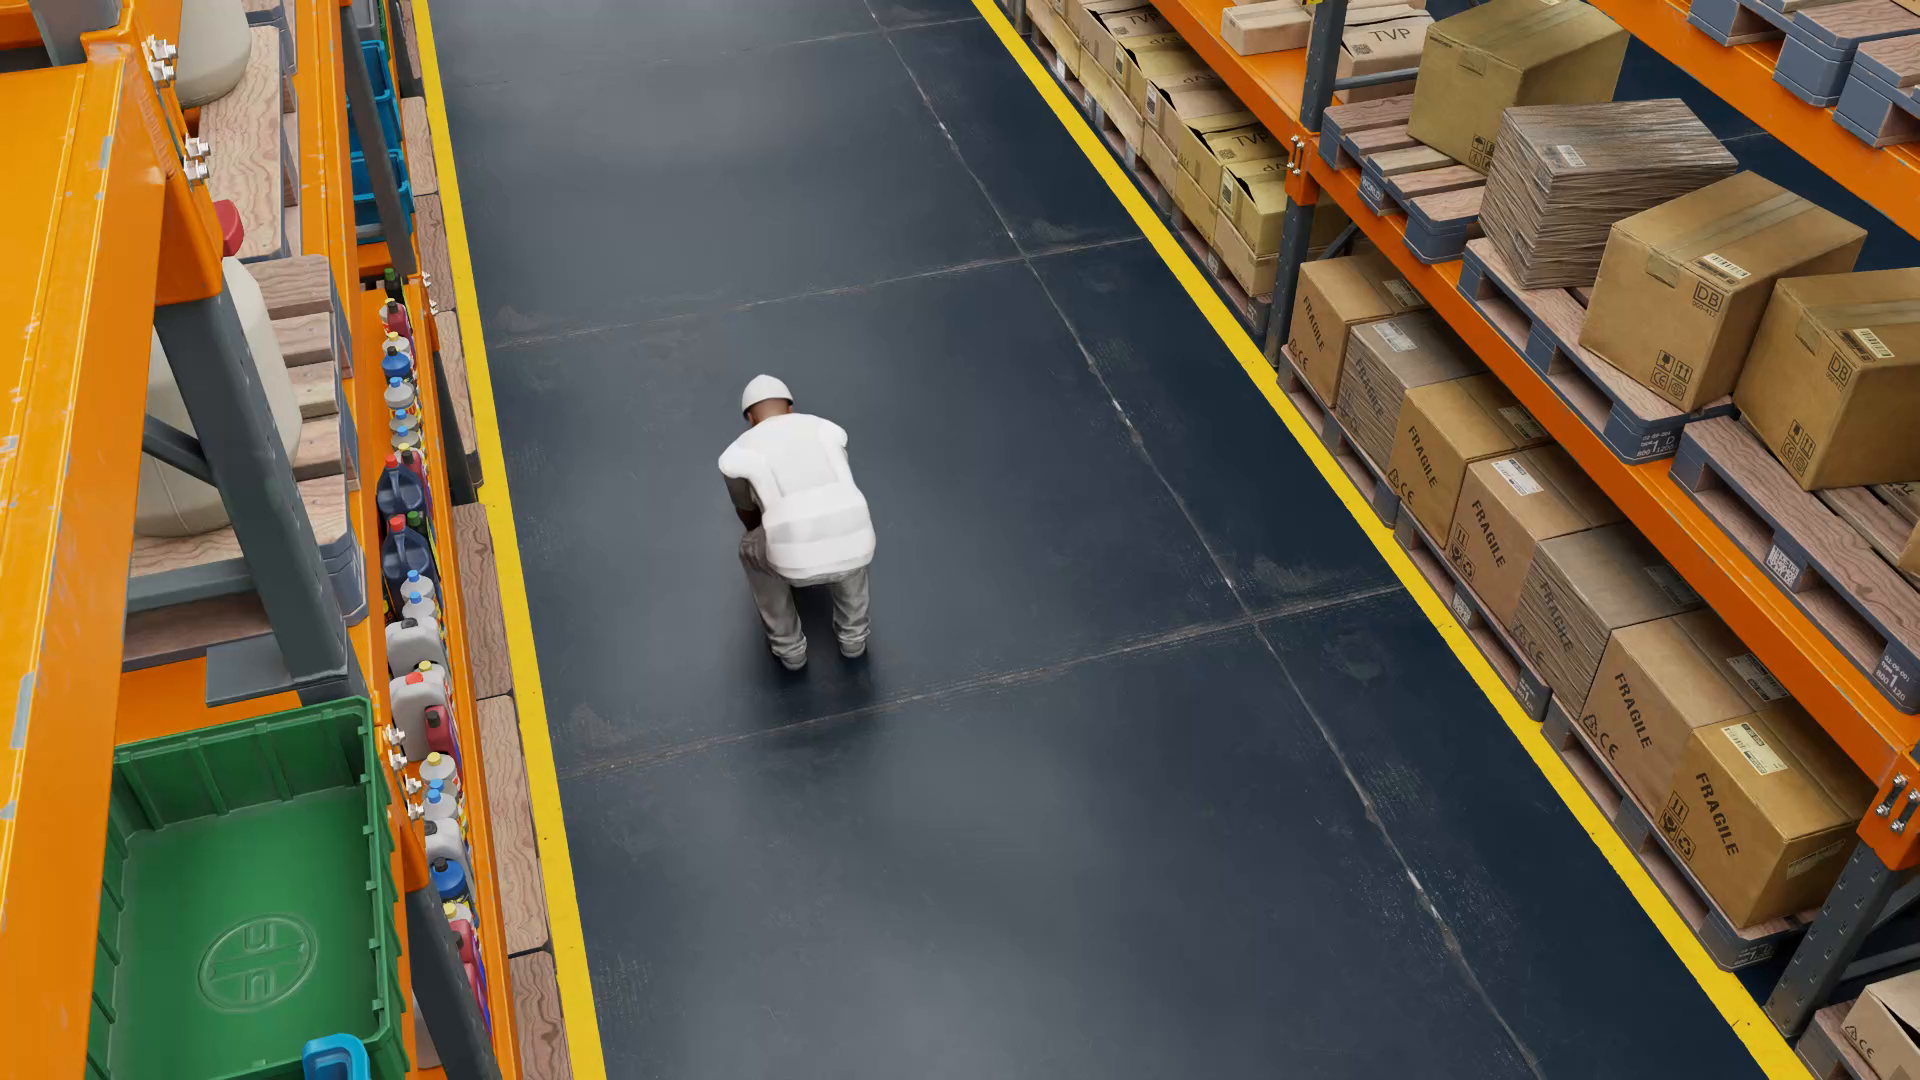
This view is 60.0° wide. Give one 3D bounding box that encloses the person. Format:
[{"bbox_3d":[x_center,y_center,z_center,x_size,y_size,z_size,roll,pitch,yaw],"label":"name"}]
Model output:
[{"bbox_3d":[-0.661,-0.039,6.780,0.551,0.995,0.970,-12,43,-14],"label":"person"}]
